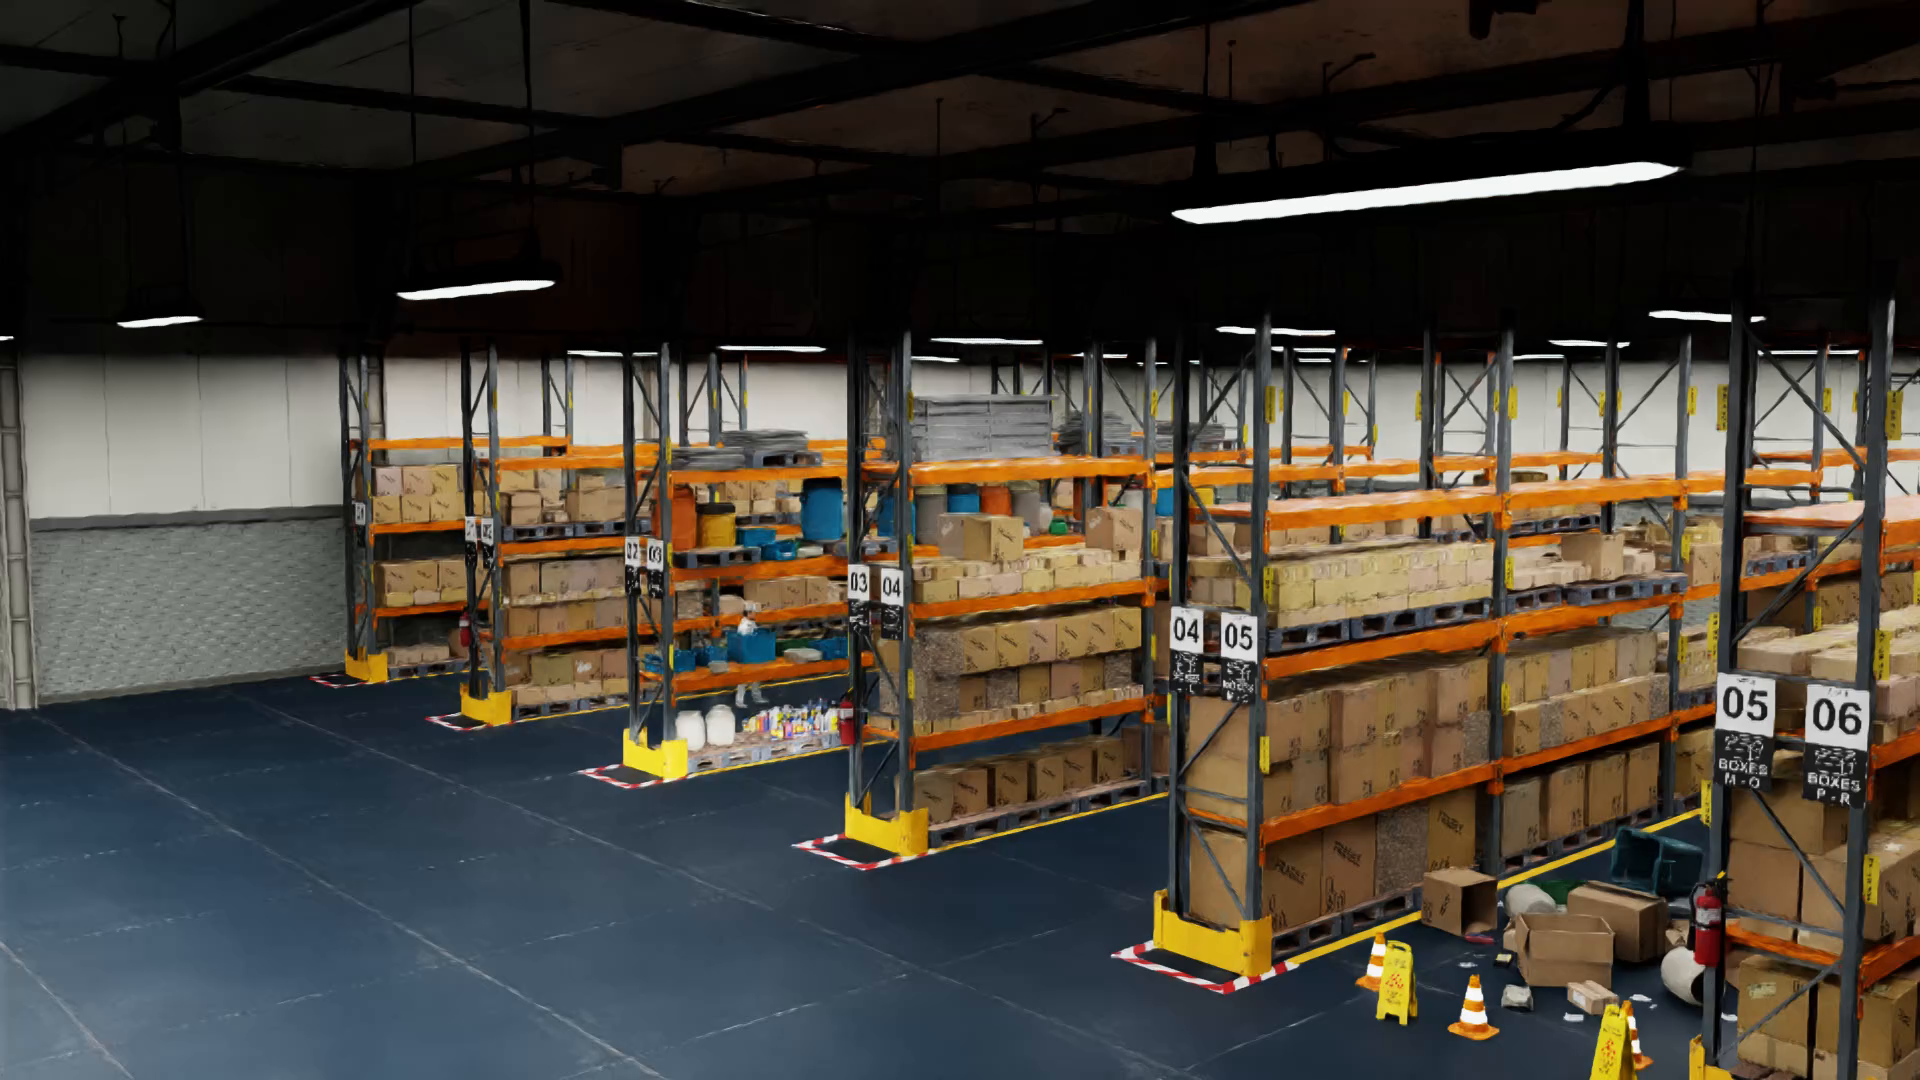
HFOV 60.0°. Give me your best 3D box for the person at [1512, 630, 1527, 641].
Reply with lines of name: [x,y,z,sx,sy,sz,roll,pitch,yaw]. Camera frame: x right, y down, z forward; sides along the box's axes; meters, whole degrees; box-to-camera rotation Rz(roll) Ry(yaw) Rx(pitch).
person: [8.415,2.100,24.959,0.428,1.656,0.534,1,5,16]

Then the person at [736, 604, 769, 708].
person: [-3.433,1.883,27.266,0.463,1.673,0.578,2,5,21]
